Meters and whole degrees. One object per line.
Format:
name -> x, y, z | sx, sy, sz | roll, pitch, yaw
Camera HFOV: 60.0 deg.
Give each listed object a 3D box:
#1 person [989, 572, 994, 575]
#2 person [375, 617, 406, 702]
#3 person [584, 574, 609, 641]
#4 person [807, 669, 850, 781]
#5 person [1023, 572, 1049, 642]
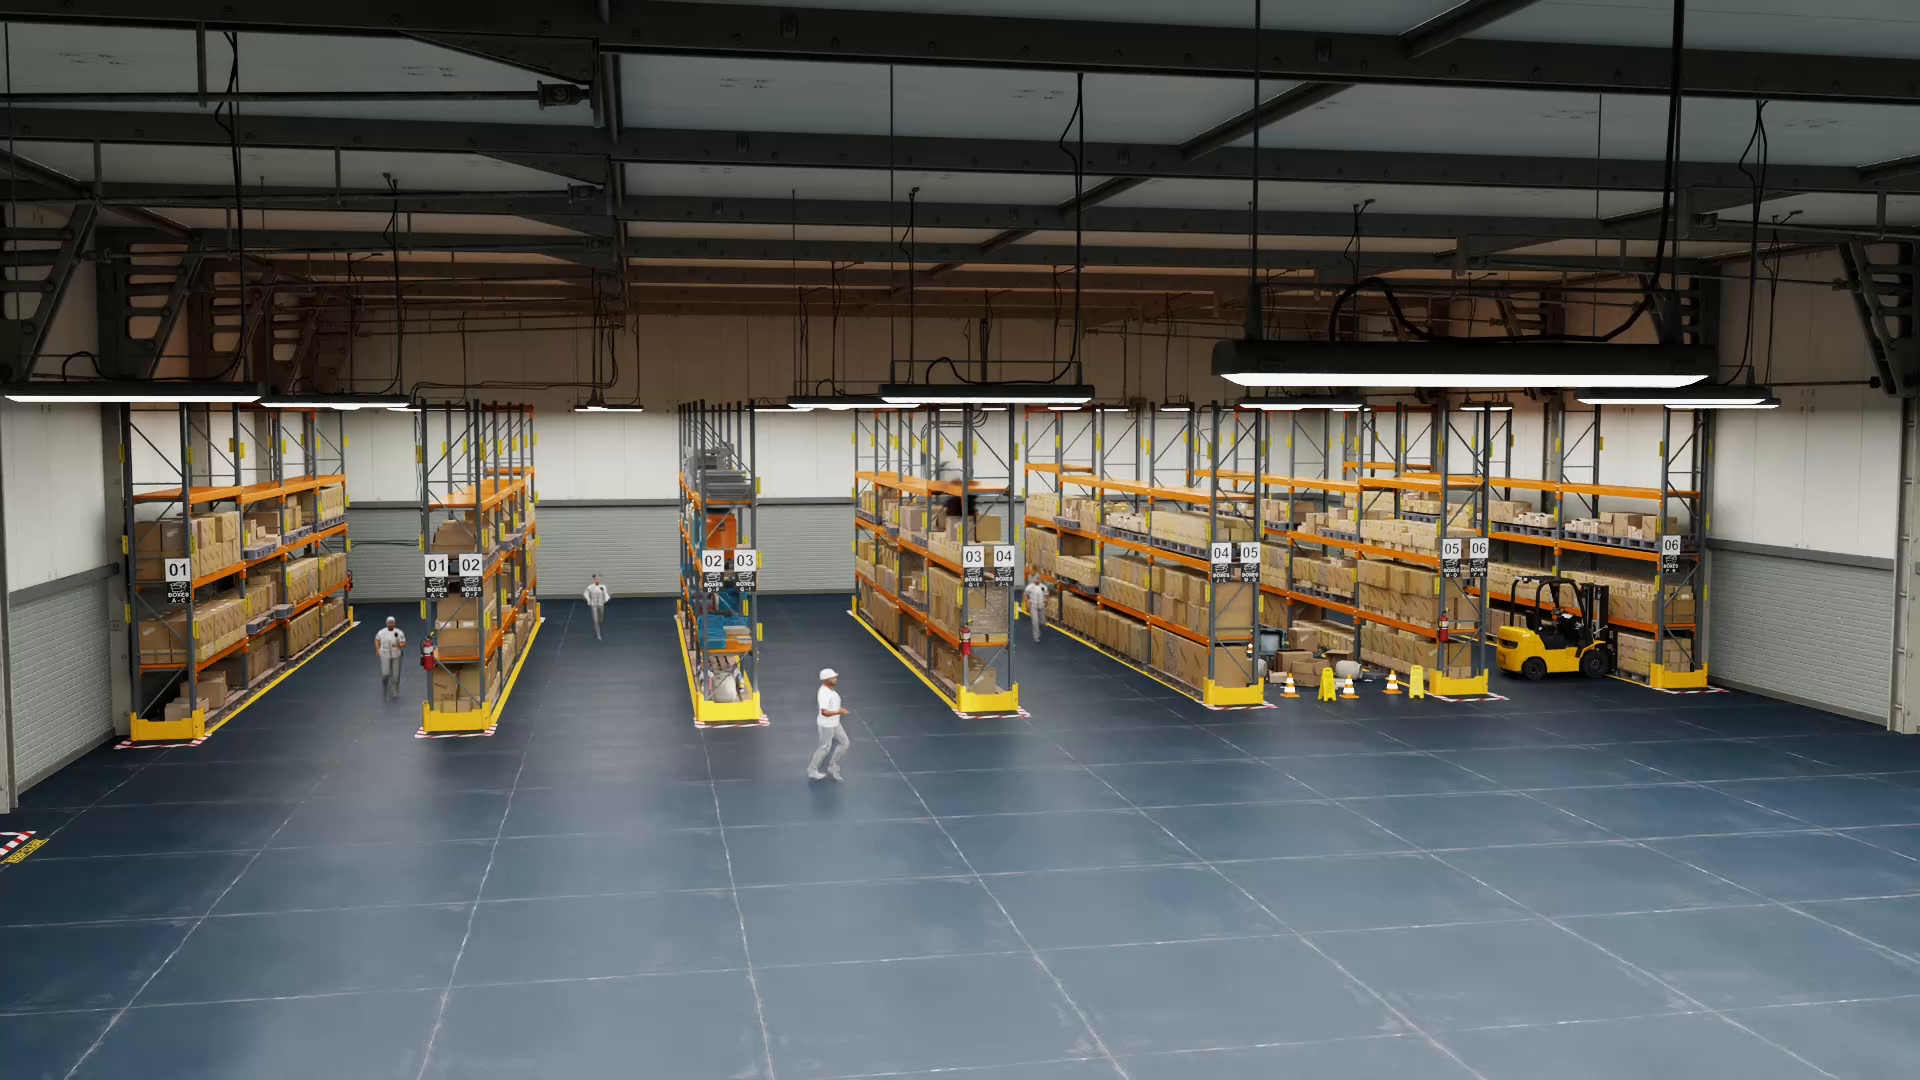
person -> 0.945, 1.338, 46.632 | 0.660, 1.767, 0.862 | 0, 4, -4
person -> -11.404, 2.394, 33.320 | 0.576, 1.707, 0.707 | -2, 5, -21
person -> -9.297, 1.695, 42.457 | 0.557, 1.695, 0.834 | -1, 5, -19
person -> -2.028, 2.899, 25.890 | 0.738, 1.806, 0.671 | 1, 4, 11
person -> 1.932, 1.682, 41.999 | 0.672, 1.741, 0.779 | -1, 4, -9
